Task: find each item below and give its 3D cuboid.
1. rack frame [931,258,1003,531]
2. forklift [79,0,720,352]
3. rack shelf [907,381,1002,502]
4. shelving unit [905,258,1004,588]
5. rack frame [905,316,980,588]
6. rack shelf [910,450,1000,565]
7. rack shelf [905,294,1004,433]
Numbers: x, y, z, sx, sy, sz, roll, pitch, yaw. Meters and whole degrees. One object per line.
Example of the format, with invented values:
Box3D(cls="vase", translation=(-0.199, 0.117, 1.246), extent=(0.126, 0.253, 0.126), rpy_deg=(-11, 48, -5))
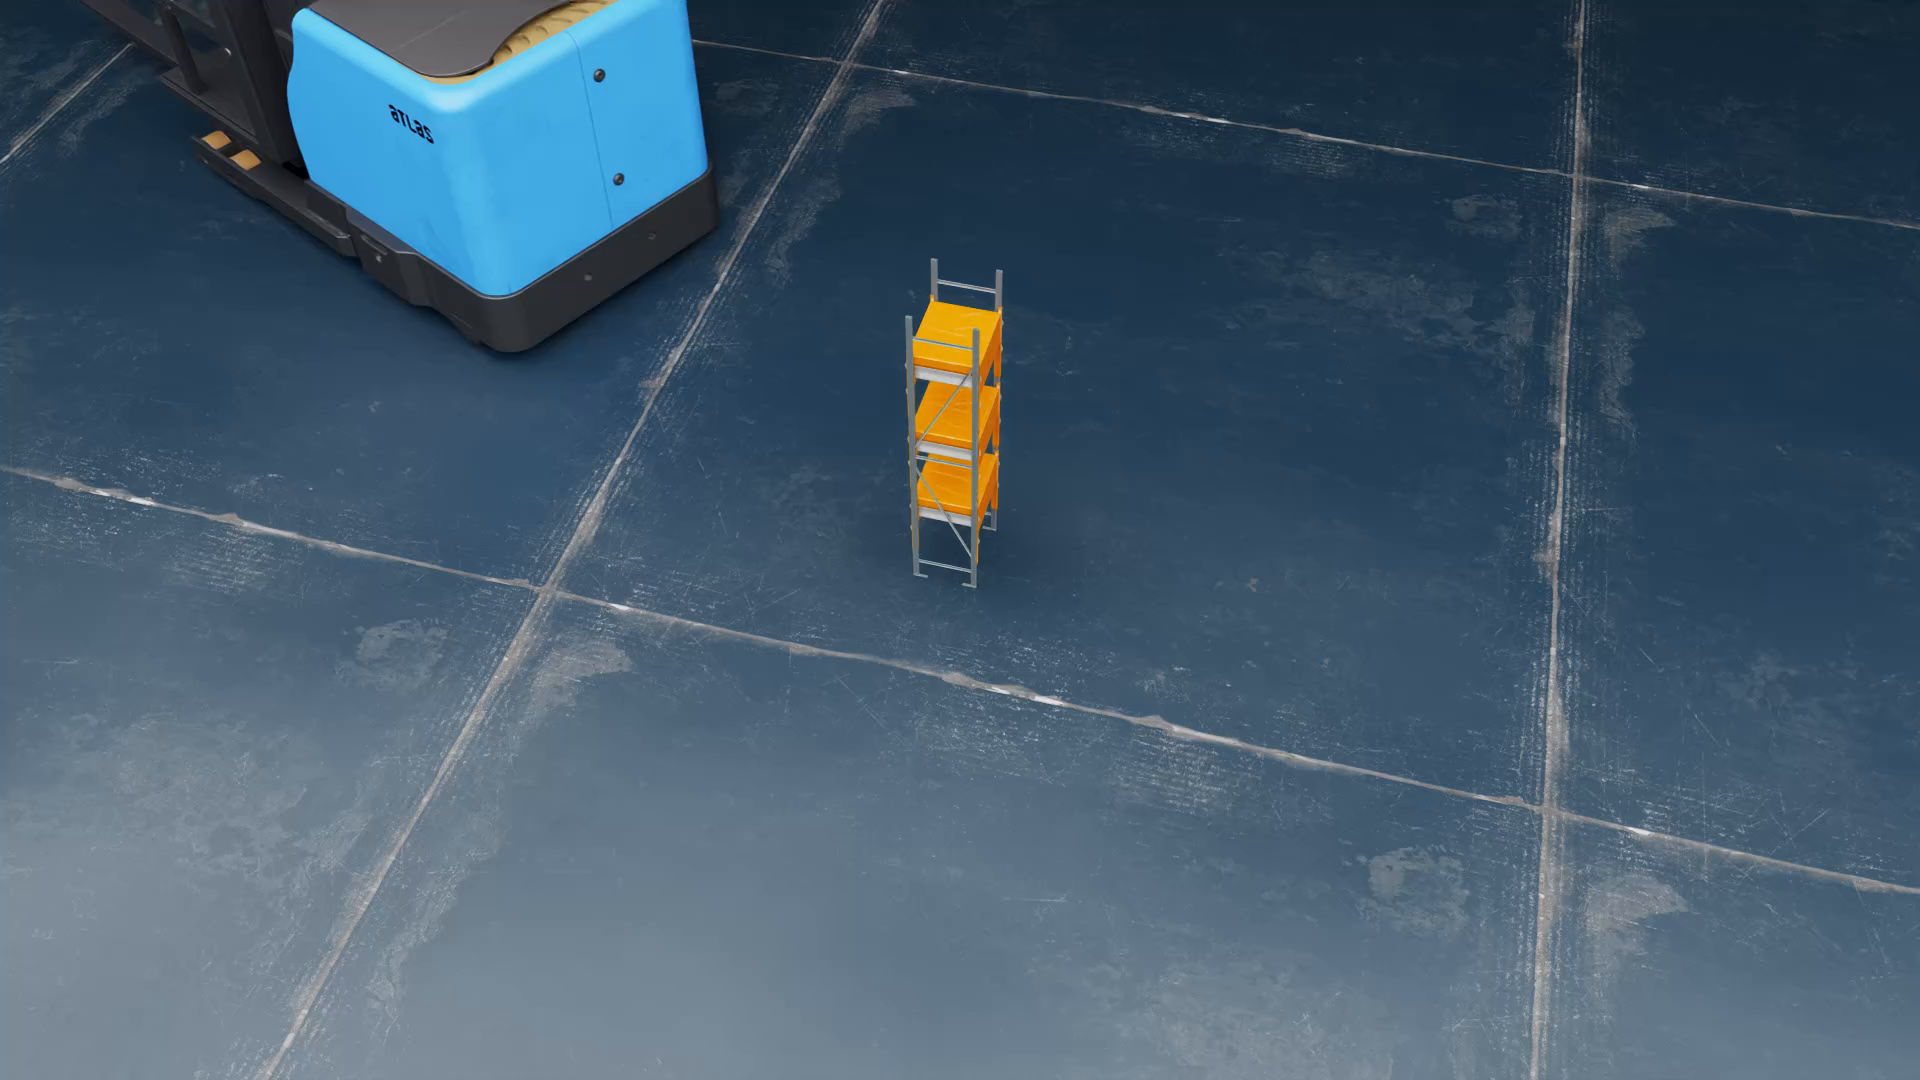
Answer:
Box3D(cls="rack frame", translation=(0.018, -0.397, 4.900), extent=(0.200, 1.050, 0.008), rpy_deg=(12, 50, 10))
Box3D(cls="forklift", translation=(-2.345, -2.571, 5.565), extent=(3.031, 2.935, 1.130), rpy_deg=(33, 56, 26))
Box3D(cls="rack shelf", translation=(-0.014, -0.302, 4.830), extent=(0.215, 0.259, 0.240), rpy_deg=(12, 50, 10))
Box3D(cls="shelving unit", translation=(-0.014, -0.309, 4.822), extent=(0.215, 1.050, 0.252), rpy_deg=(12, 50, 10))
Box3D(cls="rack frame", translation=(-0.046, -0.220, 4.744), extent=(0.200, 1.050, 0.008), rpy_deg=(12, 50, 10))
Box3D(cls="rack shelf", translation=(-0.014, -0.118, 5.039), extent=(0.215, 0.259, 0.240), rpy_deg=(12, 50, 10))
Box3D(cls="rack shelf", translation=(-0.014, -0.489, 4.617), extent=(0.215, 0.259, 0.240), rpy_deg=(12, 50, 10))
